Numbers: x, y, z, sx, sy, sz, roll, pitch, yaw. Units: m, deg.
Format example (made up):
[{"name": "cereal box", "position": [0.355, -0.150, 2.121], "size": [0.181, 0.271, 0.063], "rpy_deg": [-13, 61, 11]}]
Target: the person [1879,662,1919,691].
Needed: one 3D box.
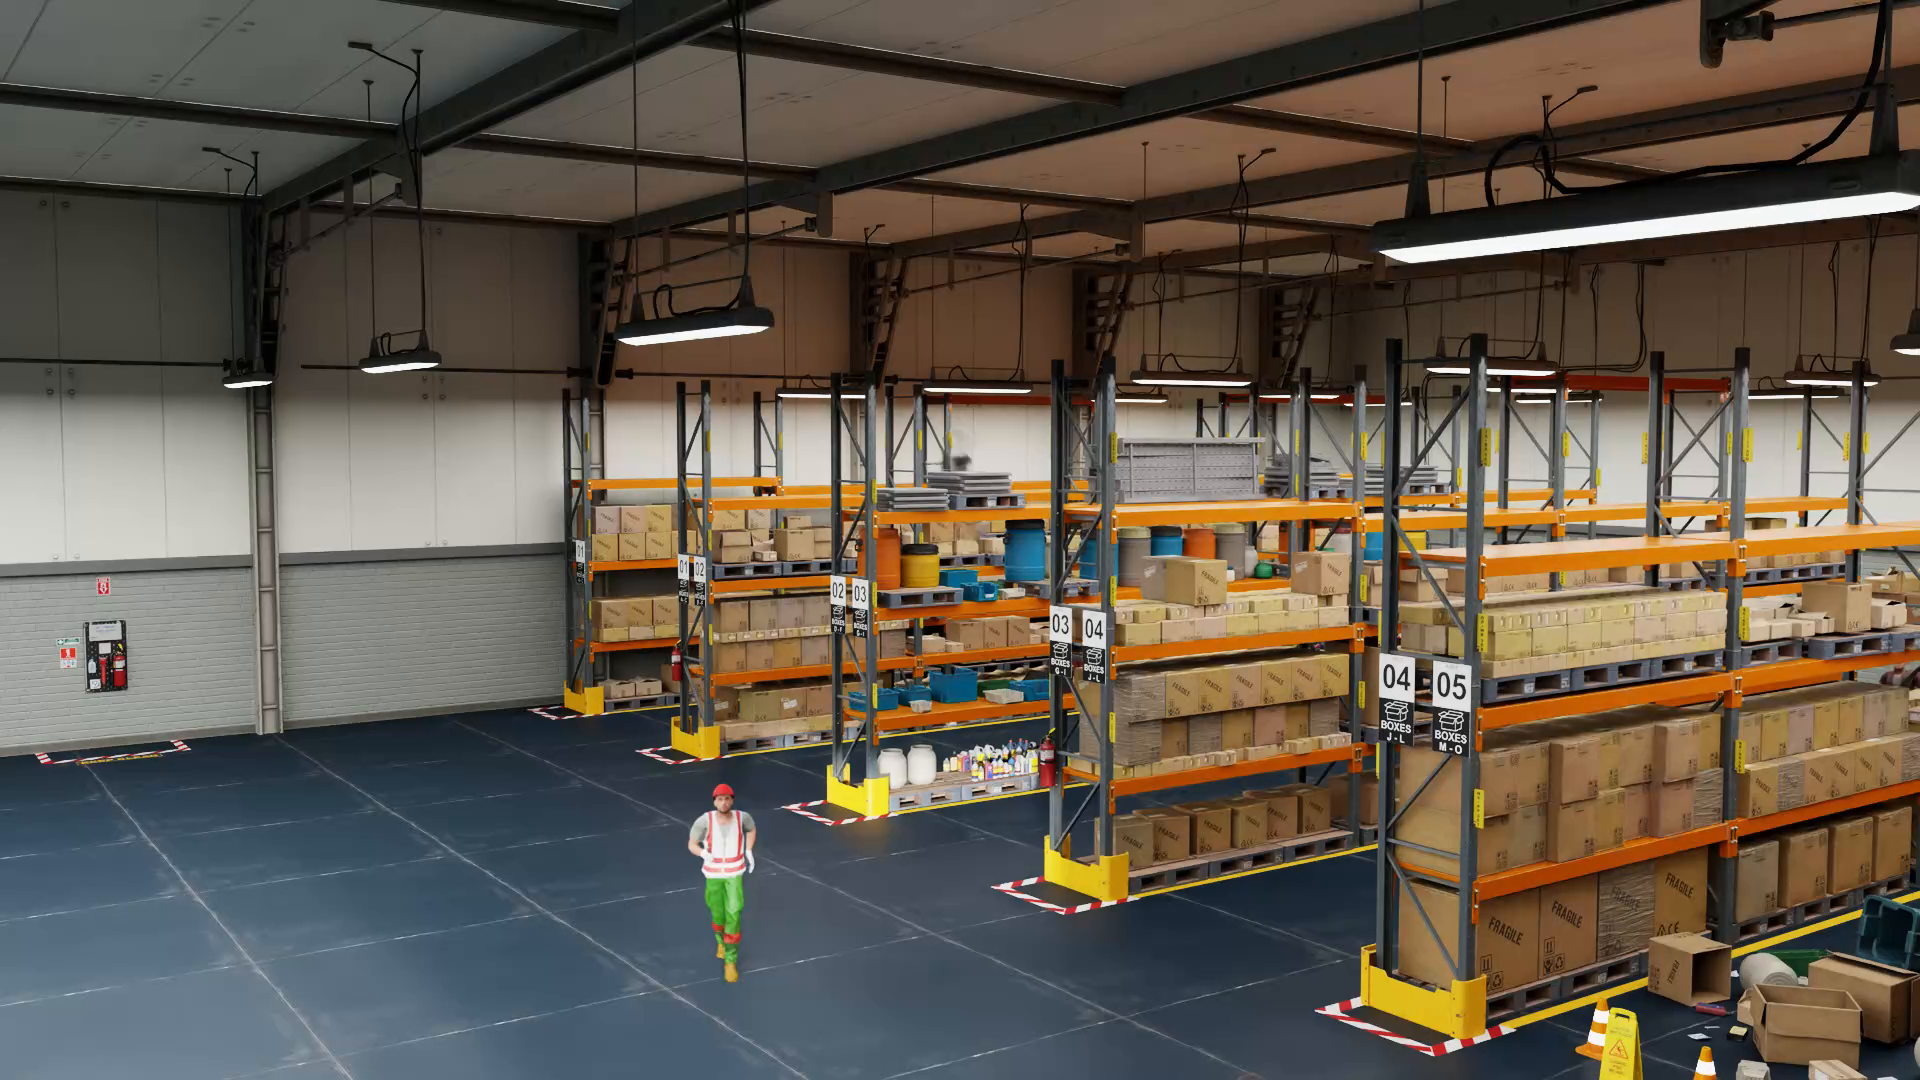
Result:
[{"name": "person", "position": [14.617, 2.649, 25.832], "size": [0.671, 1.739, 0.735], "rpy_deg": [-3, 5, -41]}]

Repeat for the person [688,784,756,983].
[{"name": "person", "position": [-2.287, 3.233, 15.981], "size": [0.636, 1.816, 0.870], "rpy_deg": [0, 4, -5]}]
